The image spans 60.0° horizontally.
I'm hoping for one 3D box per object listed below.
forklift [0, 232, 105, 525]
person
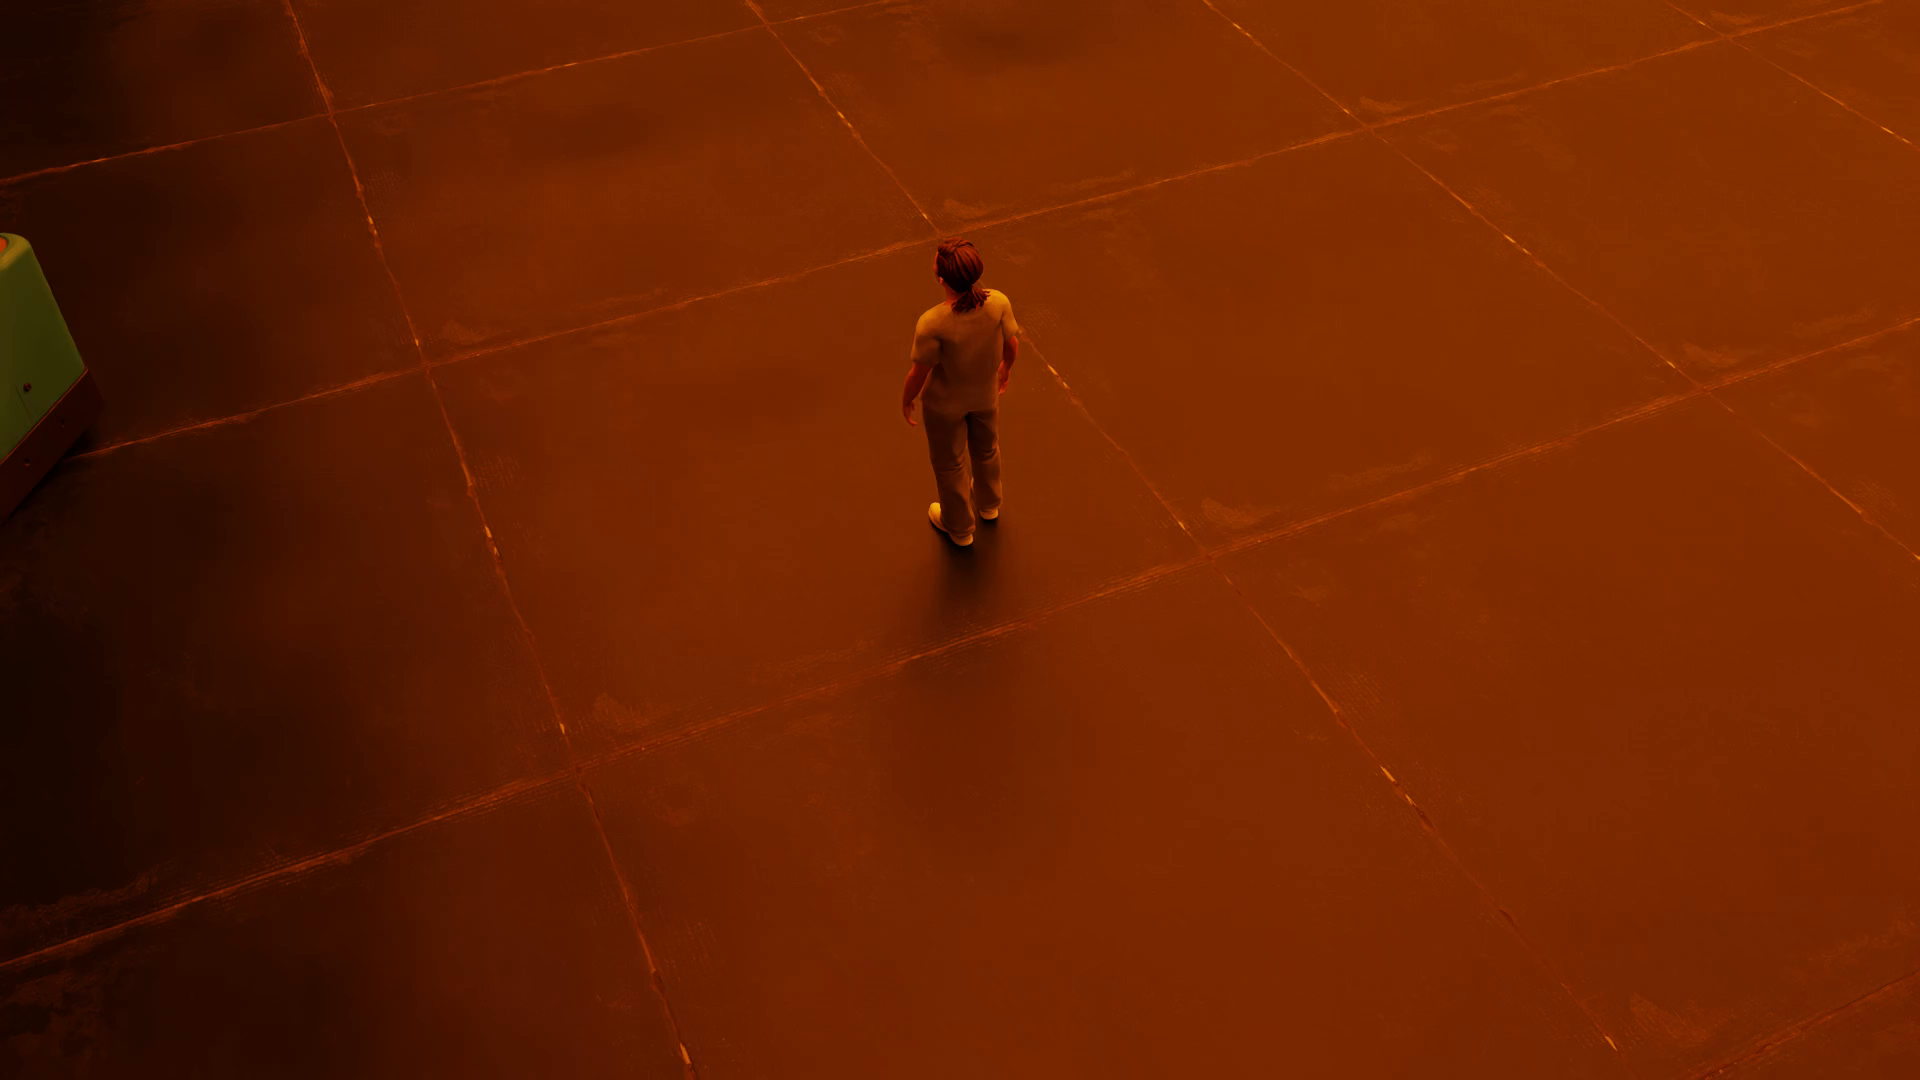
[{"bbox_3d":[-5.909,-1.571,7.364,3.031,2.935,1.130,7,43,7],"label":"forklift"},{"bbox_3d":[-0.019,-0.668,7.305,0.549,1.673,0.548,-18,46,-18],"label":"person"}]
